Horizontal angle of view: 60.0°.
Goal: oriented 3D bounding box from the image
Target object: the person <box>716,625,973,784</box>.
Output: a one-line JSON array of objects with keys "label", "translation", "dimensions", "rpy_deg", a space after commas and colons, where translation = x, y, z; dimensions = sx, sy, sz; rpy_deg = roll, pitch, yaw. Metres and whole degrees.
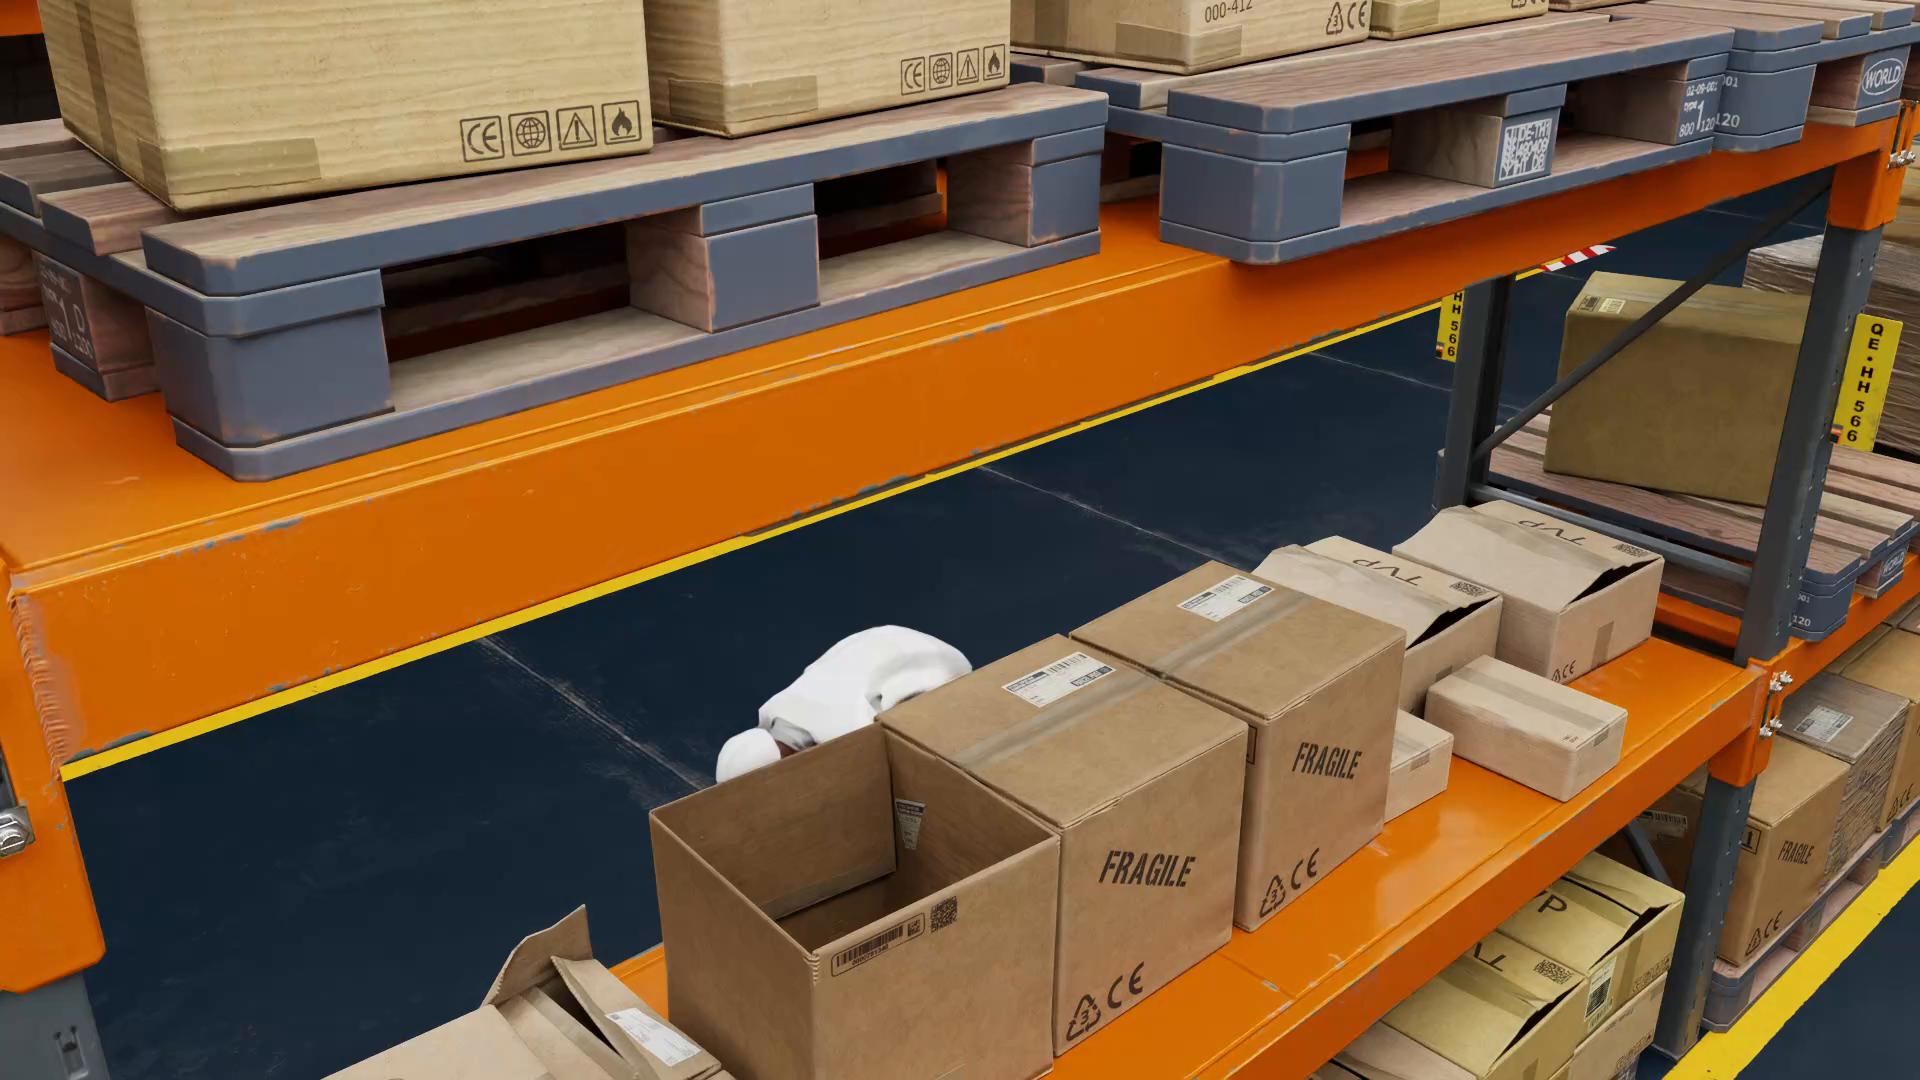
[{"label": "person", "translation": [-0.379, 0.777, 5.497], "dimensions": [1.005, 0.860, 0.516], "rpy_deg": [-22, 32, -40]}]
